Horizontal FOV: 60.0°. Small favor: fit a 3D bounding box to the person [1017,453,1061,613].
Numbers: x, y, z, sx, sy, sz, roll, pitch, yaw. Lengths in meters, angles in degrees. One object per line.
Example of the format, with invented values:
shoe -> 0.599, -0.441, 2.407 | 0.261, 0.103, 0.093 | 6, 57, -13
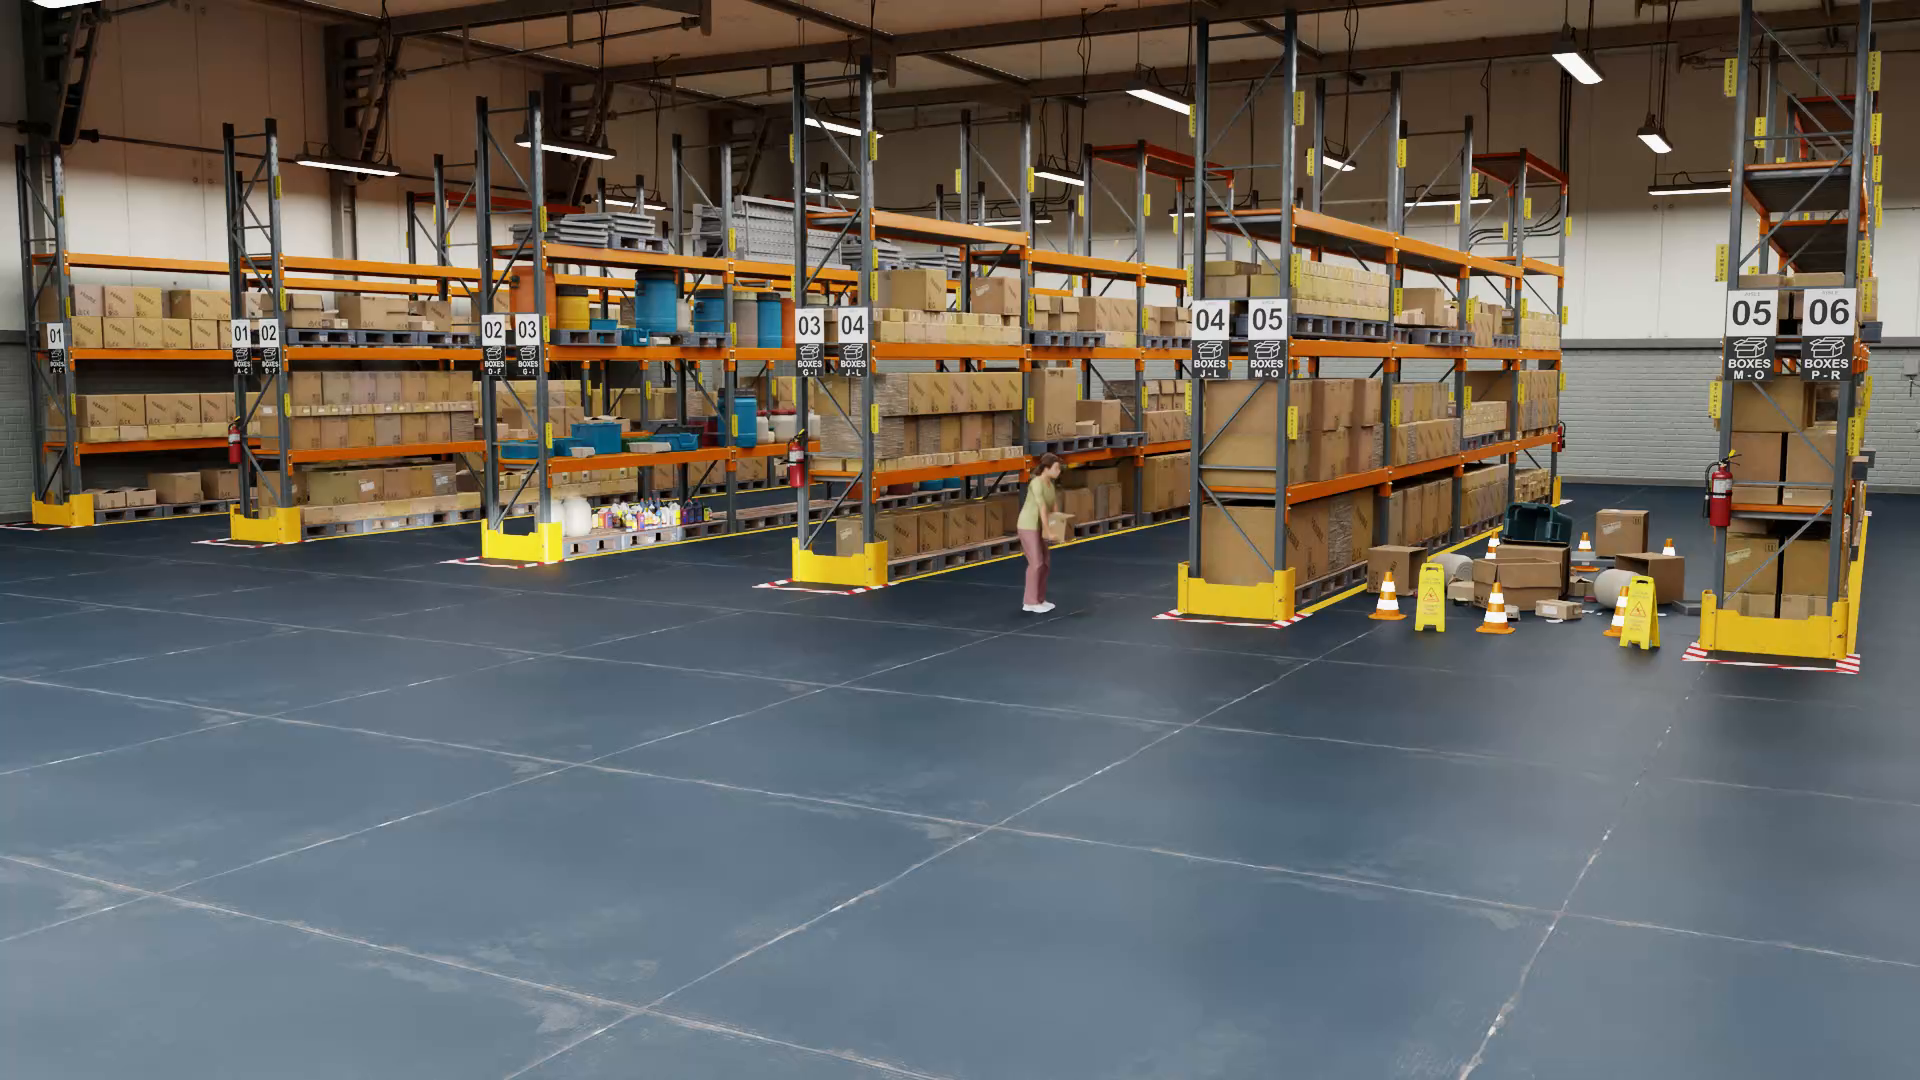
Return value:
person -> 0.864, -0.077, 17.249 | 0.527, 1.644, 0.406 | 3, 7, 27
